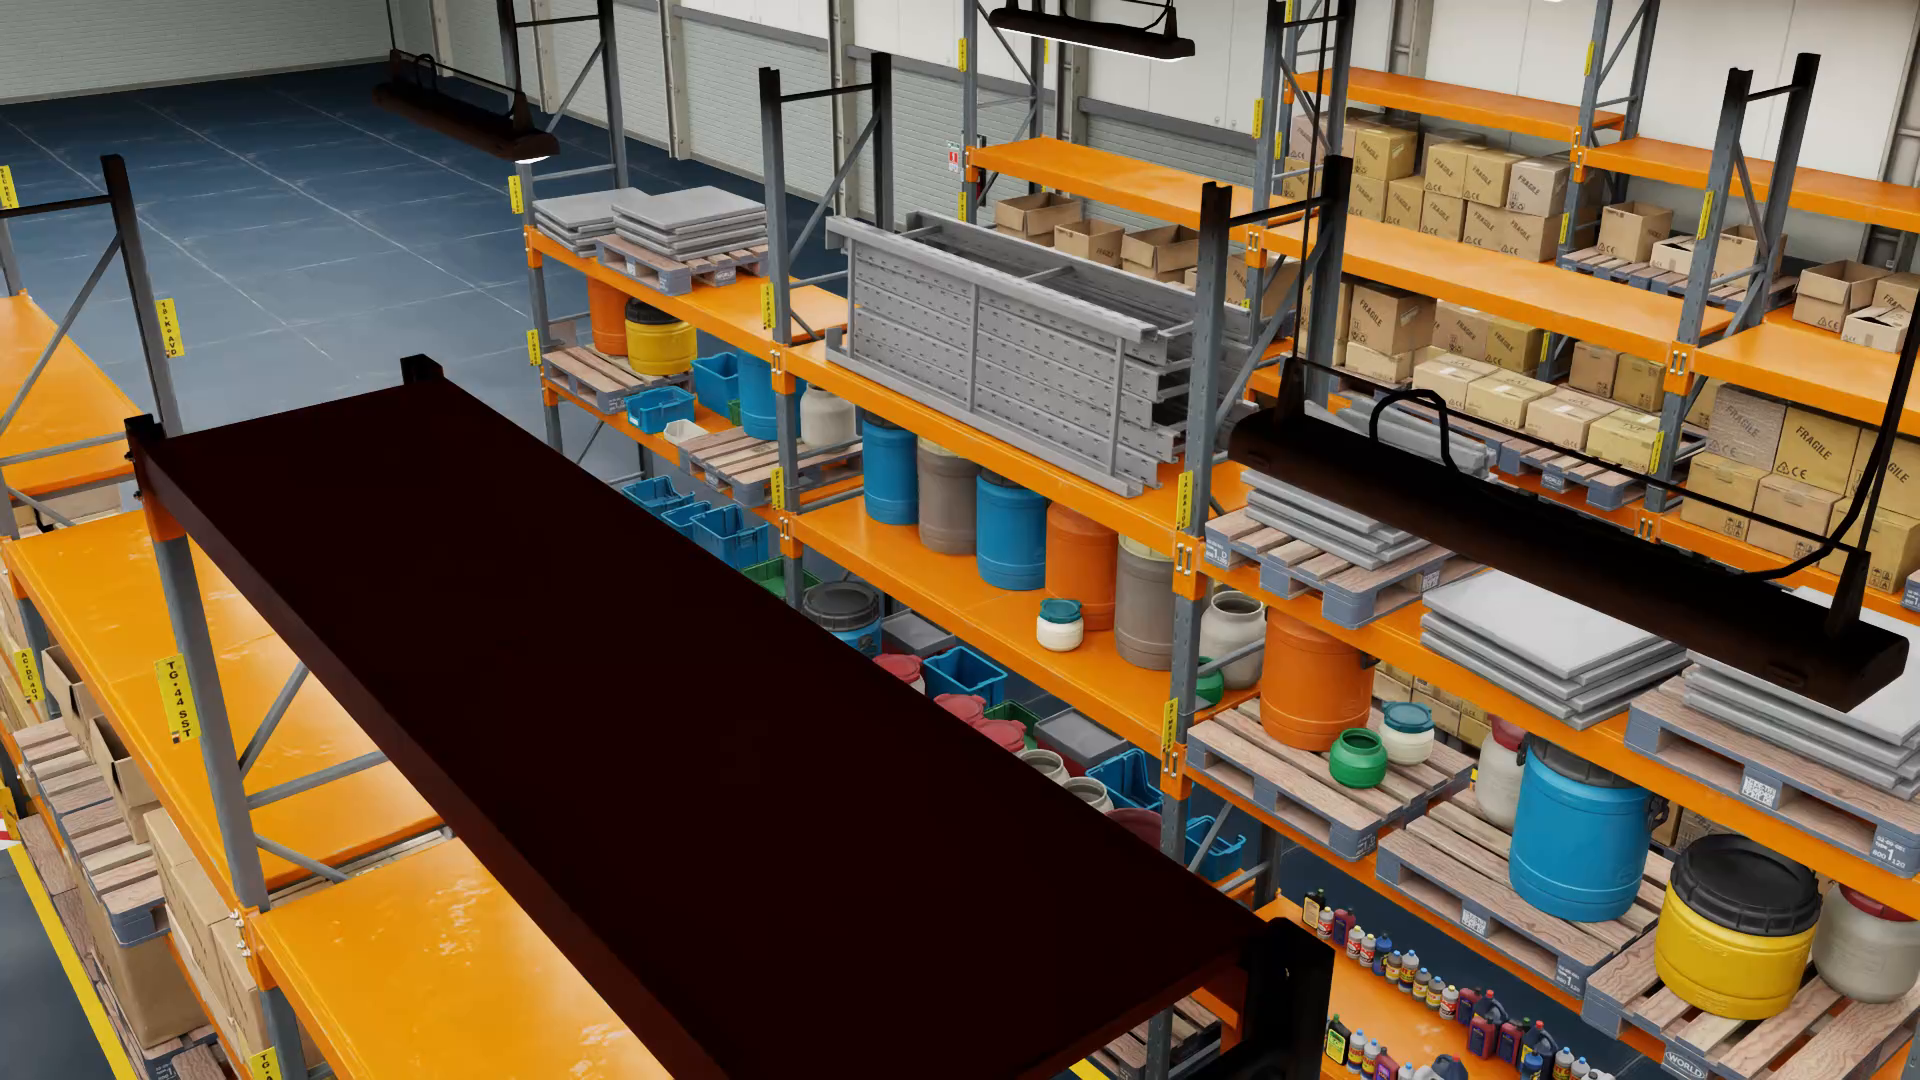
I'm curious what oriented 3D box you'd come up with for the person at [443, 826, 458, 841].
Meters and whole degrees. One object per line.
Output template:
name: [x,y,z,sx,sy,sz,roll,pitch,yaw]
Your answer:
person: [-3.379,2.337,11.636,0.442,1.559,0.851,-14,29,-27]
